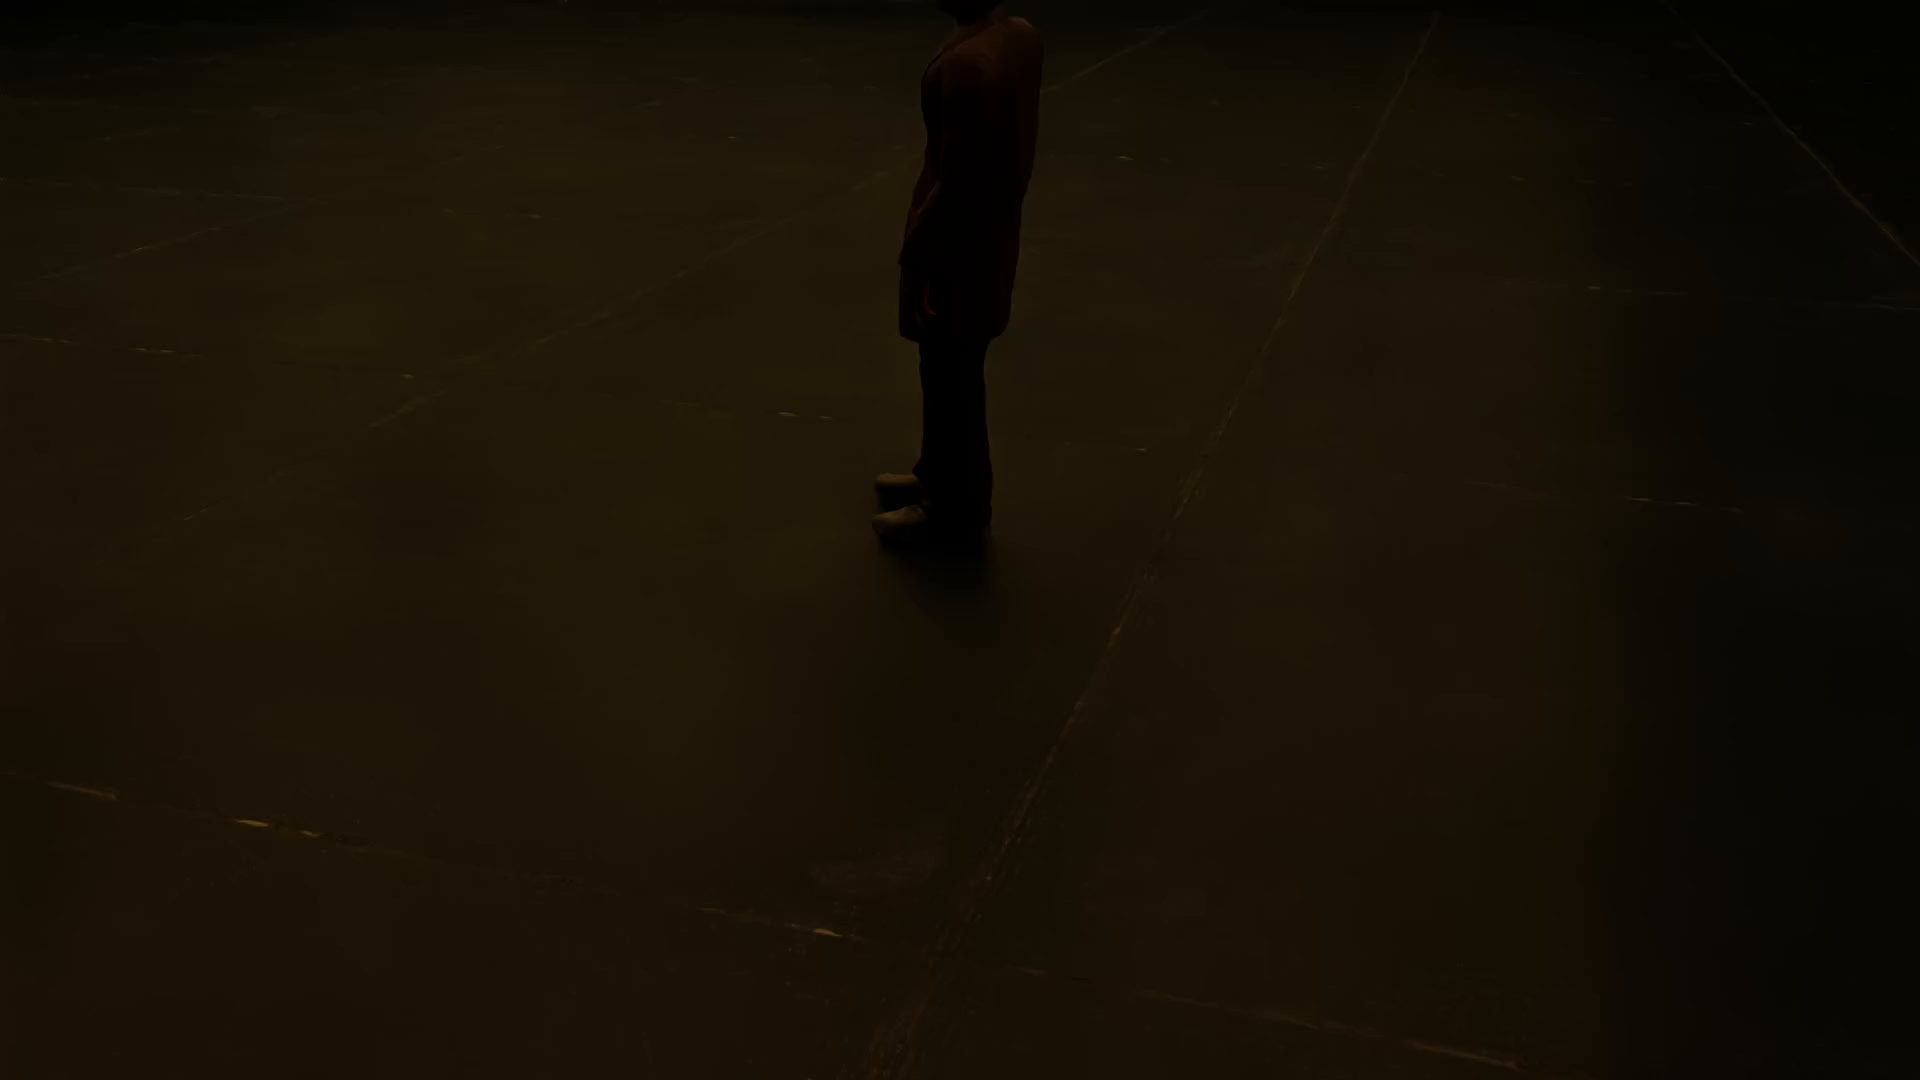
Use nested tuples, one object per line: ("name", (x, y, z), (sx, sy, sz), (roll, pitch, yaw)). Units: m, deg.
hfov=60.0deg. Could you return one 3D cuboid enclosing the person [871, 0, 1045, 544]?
("person", (-0.086, -0.841, 4.808), (0.580, 1.776, 0.694), (7, 23, 16))
